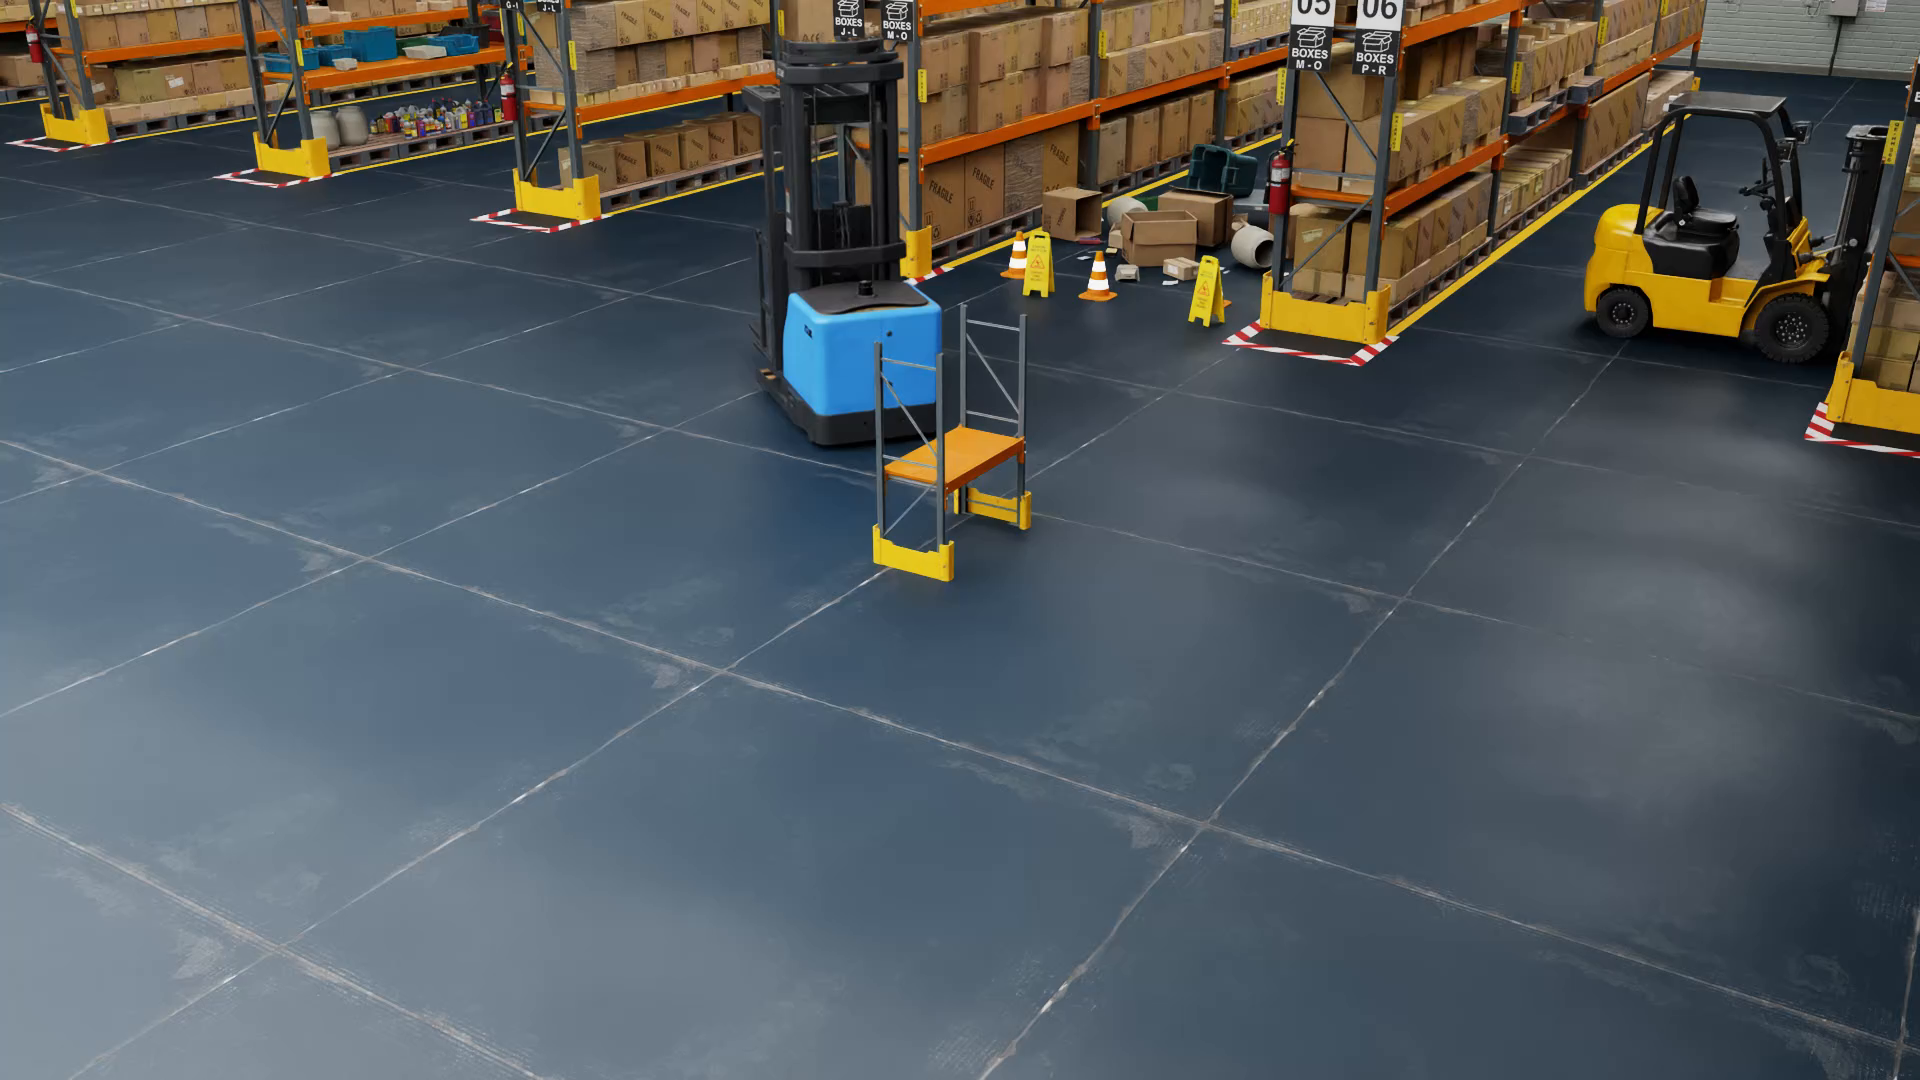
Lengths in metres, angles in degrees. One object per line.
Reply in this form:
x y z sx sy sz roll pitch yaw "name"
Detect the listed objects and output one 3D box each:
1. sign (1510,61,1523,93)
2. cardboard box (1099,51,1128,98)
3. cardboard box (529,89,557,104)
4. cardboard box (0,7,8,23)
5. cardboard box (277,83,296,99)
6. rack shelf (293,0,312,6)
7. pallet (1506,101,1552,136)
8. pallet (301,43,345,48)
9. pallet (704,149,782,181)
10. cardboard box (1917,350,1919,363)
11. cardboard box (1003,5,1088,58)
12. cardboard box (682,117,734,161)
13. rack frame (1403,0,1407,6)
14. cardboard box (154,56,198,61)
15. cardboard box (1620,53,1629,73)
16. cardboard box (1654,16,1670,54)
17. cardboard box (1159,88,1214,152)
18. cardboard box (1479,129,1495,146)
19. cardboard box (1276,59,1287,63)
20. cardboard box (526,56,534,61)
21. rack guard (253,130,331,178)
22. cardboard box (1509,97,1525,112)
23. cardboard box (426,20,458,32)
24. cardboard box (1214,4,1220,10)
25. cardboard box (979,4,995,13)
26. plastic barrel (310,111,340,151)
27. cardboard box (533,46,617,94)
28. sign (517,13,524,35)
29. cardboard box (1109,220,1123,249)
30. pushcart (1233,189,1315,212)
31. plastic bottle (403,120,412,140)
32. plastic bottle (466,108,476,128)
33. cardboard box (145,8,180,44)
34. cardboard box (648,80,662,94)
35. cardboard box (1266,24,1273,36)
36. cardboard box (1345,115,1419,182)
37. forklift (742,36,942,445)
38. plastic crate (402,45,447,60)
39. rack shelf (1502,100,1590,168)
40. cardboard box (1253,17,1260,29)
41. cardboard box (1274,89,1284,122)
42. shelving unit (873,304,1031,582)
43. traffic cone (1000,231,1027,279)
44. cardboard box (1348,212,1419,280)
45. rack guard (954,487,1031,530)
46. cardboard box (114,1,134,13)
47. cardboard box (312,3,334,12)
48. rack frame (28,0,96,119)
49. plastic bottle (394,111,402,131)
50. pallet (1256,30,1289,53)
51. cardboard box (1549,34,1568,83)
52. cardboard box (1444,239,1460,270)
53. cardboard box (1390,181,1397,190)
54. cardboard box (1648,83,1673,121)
5.979 -4.971 17.868 0.100 0.325 0.005 14 27 29 "sign"
1.761 -5.855 20.874 0.500 0.500 0.500 14 27 30 "cardboard box"
-5.040 -5.436 20.347 0.380 0.149 0.250 14 27 29 "cardboard box"
-16.577 -8.913 28.227 0.500 0.250 0.500 13 27 28 "cardboard box"
-11.378 -7.567 27.887 0.500 0.250 0.500 14 27 29 "cardboard box"
-14.475 -10.221 31.989 1.077 0.370 4.000 14 27 29 "rack shelf"
6.040 -4.824 18.860 1.003 0.211 1.213 14 27 29 "pallet"
-12.940 -10.196 34.538 1.003 0.211 1.213 14 27 29 "pallet"
-3.230 -5.248 23.107 1.003 0.211 1.213 14 27 29 "pallet"
8.047 -1.571 13.407 0.500 0.250 0.500 14 27 30 "cardboard box"
1.031 -6.135 20.098 0.875 0.550 0.550 14 27 29 "cardboard box"
-3.446 -5.486 22.764 0.500 0.500 0.500 -18 29 -36 "cardboard box"
3.404 -6.088 13.986 1.000 3.000 0.127 14 27 29 "rack frame"
-12.619 -7.516 26.825 0.500 0.500 0.500 14 27 29 "cardboard box"
8.890 -6.599 22.906 0.500 0.250 0.500 14 27 29 "cardboard box"
10.204 -7.534 24.753 0.500 0.500 0.500 15 28 31 "cardboard box"
2.967 -6.012 23.665 1.050 0.750 0.750 13 27 28 "cardboard box"
5.477 -4.312 17.750 0.380 0.149 0.250 15 27 30 "cardboard box"
5.297 -7.474 26.412 0.500 0.250 0.500 13 27 28 "cardboard box"
-8.455 -9.515 32.047 0.500 0.500 0.500 13 27 27 "cardboard box"
-9.223 -5.338 22.951 1.175 0.500 0.348 14 27 29 "rack guard"
6.074 -4.883 18.541 0.380 0.149 0.250 14 27 30 "cardboard box"
-11.542 -11.535 36.298 0.750 0.750 0.750 14 27 30 "cardboard box"
3.644 -7.914 24.793 0.380 0.149 0.250 15 27 30 "cardboard box"
0.229 -8.613 27.244 0.500 0.500 0.500 13 27 28 "cardboard box"
-8.941 -5.739 23.333 0.421 0.512 0.421 0 23 0 "plastic barrel"
-4.702 -5.774 20.312 0.875 0.500 0.500 14 27 29 "cardboard box"
-6.652 -7.808 25.161 0.100 0.325 0.005 14 27 29 "sign"
1.913 -3.467 18.925 0.396 0.266 0.258 20 30 38 "cardboard box"
3.550 -3.942 19.882 1.648 0.377 0.936 5 24 11 "pushcart"
-8.002 -5.946 24.090 0.097 0.271 0.097 0 23 0 "plastic bottle"
-7.360 -6.349 25.005 0.061 0.283 0.133 16 28 32 "plastic bottle"
-12.633 -8.034 25.907 0.700 0.500 0.500 14 27 29 "cardboard box"
-4.009 -5.766 21.109 0.380 0.149 0.250 14 27 29 "cardboard box"
4.470 -7.672 24.985 0.380 0.149 0.250 14 27 30 "cardboard box"
3.889 -3.619 15.334 0.500 0.500 0.500 13 27 28 "cardboard box"
-1.109 -2.628 13.631 1.130 2.935 3.031 -8 25 -18 "forklift"
-7.755 -7.077 24.155 0.530 0.136 0.437 14 27 29 "plastic crate"
6.569 -5.030 19.998 1.077 0.370 4.000 14 27 29 "rack shelf"
4.203 -7.641 24.538 0.380 0.149 0.250 14 27 29 "cardboard box"
4.753 -6.786 25.767 0.500 0.500 0.500 13 27 28 "cardboard box"
3.991 -3.379 16.791 0.587 1.800 16.366 14 27 29 "shelving unit"
0.632 -3.056 17.726 0.336 0.463 0.334 14 27 29 "traffic cone"
4.076 -2.832 16.005 0.500 0.500 0.500 13 27 27 "cardboard box"
0.222 -0.257 11.529 0.587 0.250 0.087 14 27 29 "rack guard"
-12.770 -8.093 25.227 0.380 0.149 0.250 14 27 29 "cardboard box"
-11.012 -9.112 28.693 0.396 0.266 0.258 13 27 28 "cardboard box"
-13.429 -7.489 24.773 1.000 3.000 0.127 14 27 29 "rack frame"
-8.397 -6.239 24.762 0.152 0.276 0.135 13 27 28 "plastic bottle"
4.374 -7.627 25.334 1.003 0.211 1.213 14 27 29 "pallet"
6.803 -5.667 19.536 0.500 0.500 0.500 13 26 27 "cardboard box"
4.886 -3.007 17.354 0.500 0.250 0.500 14 27 30 "cardboard box"
3.880 -3.379 15.596 0.380 0.149 0.250 14 27 30 "cardboard box"
10.628 -6.894 26.095 0.875 0.438 0.875 13 27 27 "cardboard box"
